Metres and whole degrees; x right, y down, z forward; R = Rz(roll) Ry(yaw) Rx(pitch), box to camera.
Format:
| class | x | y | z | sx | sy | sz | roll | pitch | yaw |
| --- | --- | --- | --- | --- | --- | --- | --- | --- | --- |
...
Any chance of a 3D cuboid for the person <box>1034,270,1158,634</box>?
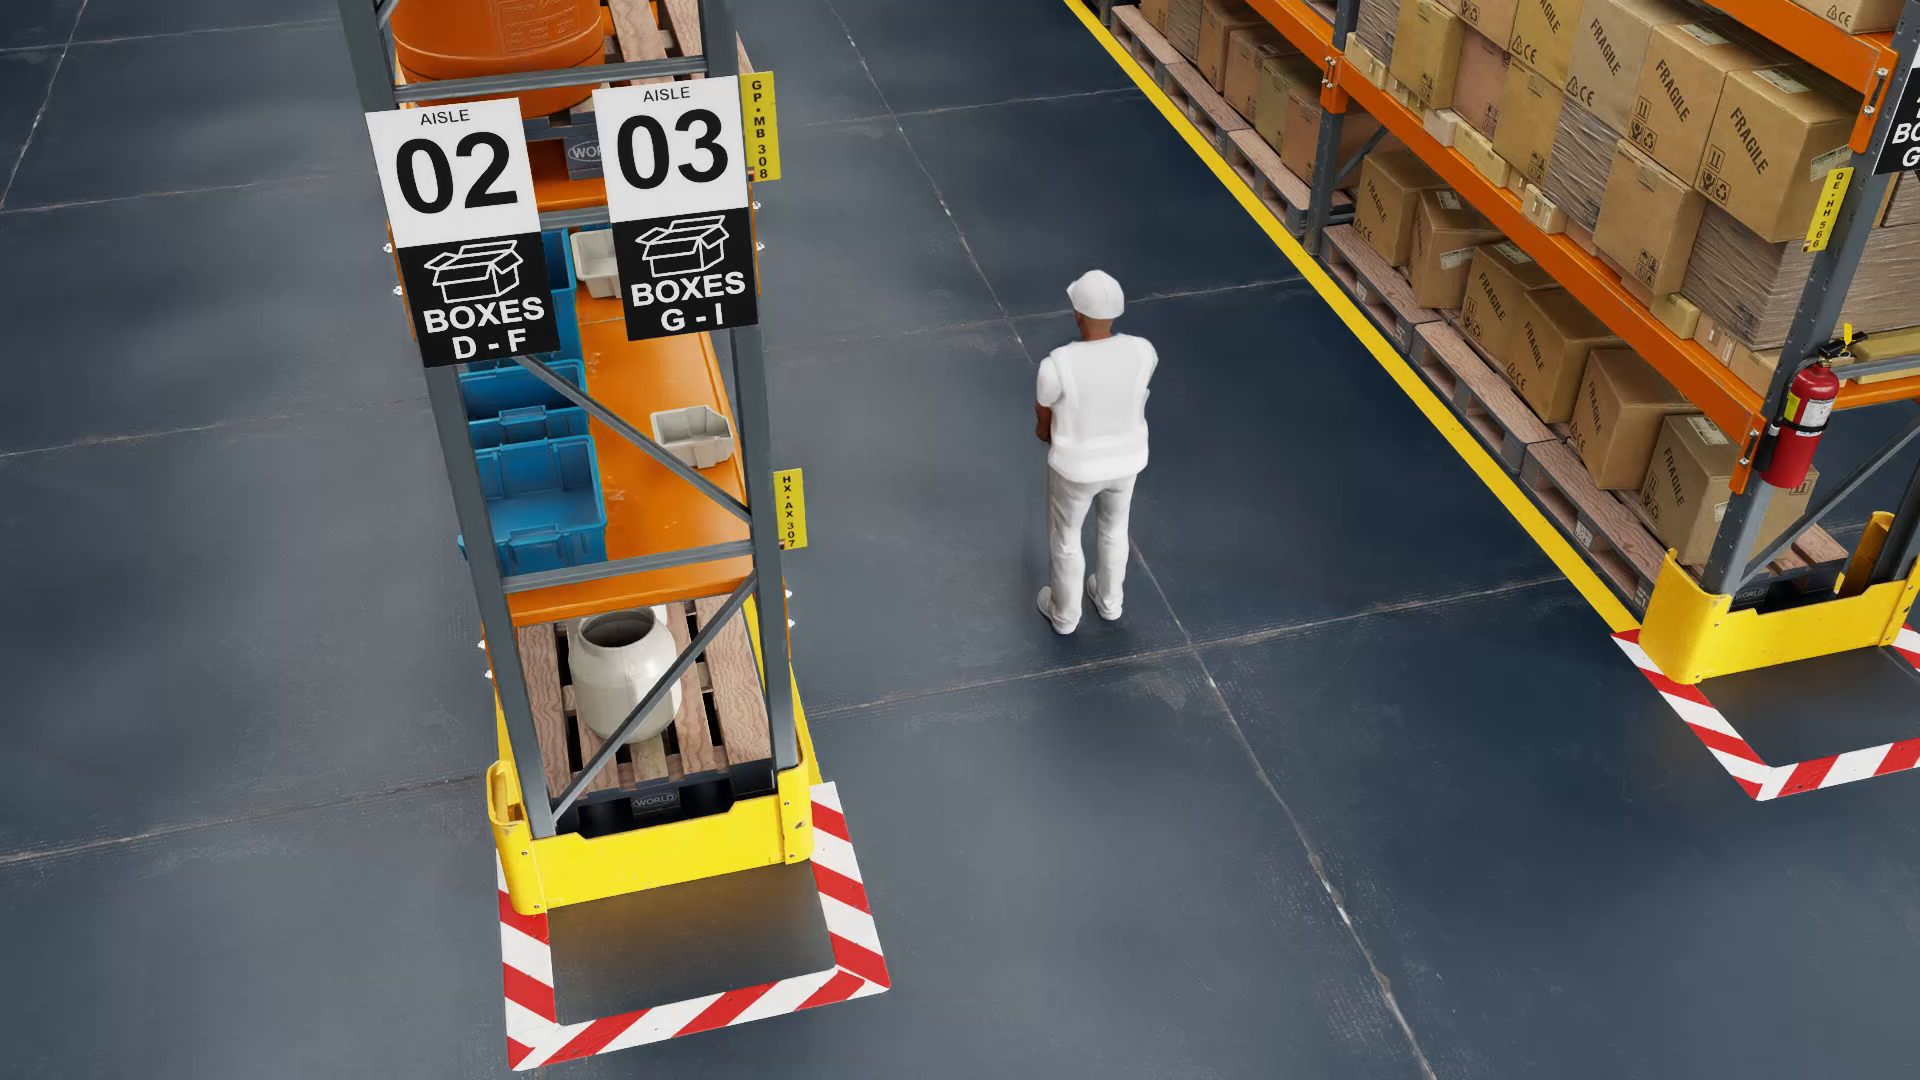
| class | x | y | z | sx | sy | sz | roll | pitch | yaw |
| --- | --- | --- | --- | --- | --- | --- | --- | --- | --- |
| person | 0.542 | -0.403 | 7.215 | 0.505 | 1.761 | 0.575 | -10 | 39 | -13 |
